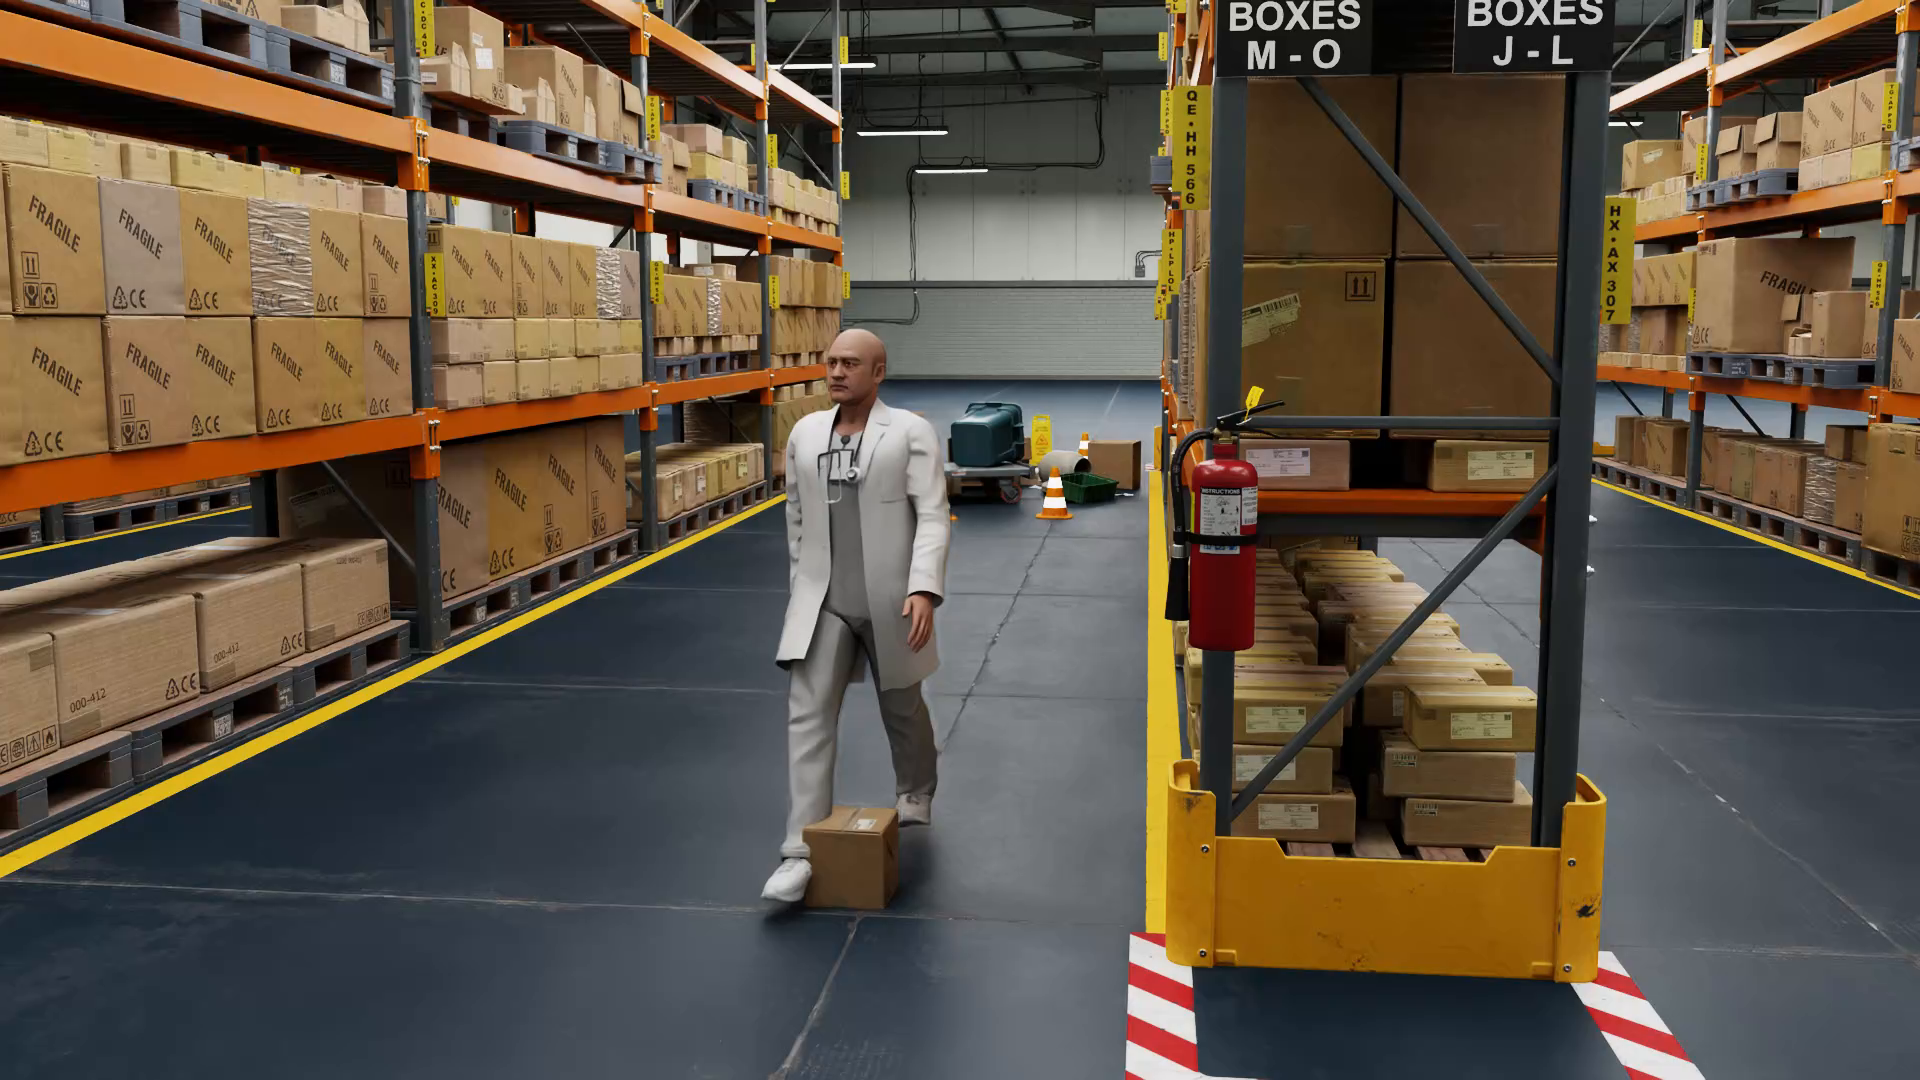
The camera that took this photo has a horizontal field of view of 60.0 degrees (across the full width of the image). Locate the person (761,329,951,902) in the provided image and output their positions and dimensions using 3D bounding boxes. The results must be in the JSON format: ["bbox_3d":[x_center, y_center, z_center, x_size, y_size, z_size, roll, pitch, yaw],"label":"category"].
[{"bbox_3d":[-0.309,0.194,5.317,0.602,1.726,1.151,2,8,12],"label":"person"}]
